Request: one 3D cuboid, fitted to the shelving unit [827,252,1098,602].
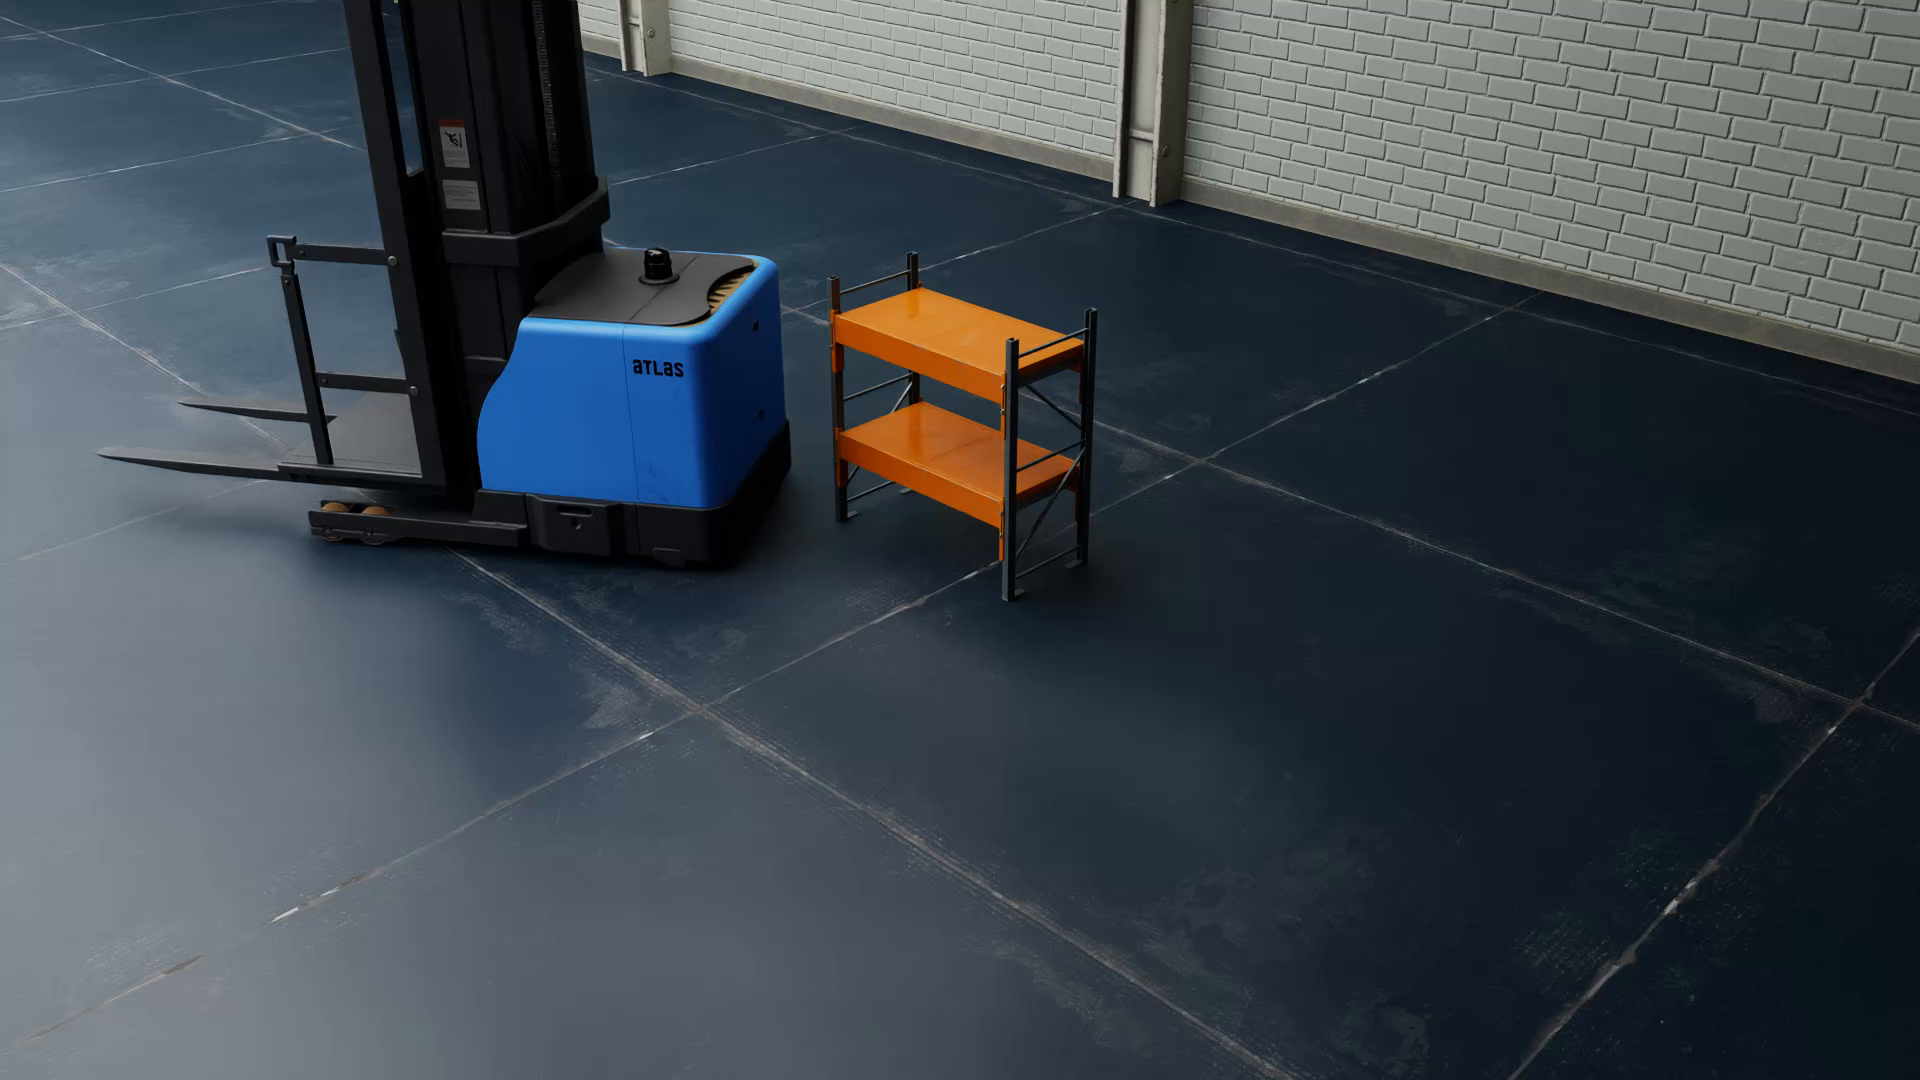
[{"bbox_3d":[-0.005,-0.500,6.992,1.048,1.125,0.538,25,36,38],"label":"shelving unit"}]

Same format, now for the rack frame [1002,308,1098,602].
[{"bbox_3d":[0.358,-0.334,6.677,0.032,1.125,0.500,25,36,38],"label":"rack frame"}]

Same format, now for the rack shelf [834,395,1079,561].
[{"bbox_3d":[-0.005,-0.284,7.106,1.000,0.278,0.538,25,36,38],"label":"rack shelf"}]

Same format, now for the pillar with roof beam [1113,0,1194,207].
[{"bbox_3d":[-1.676,-5.014,7.117,0.400,9.000,9.100,25,36,38],"label":"pillar with roof beam"}]

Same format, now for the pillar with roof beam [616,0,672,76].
[{"bbox_3d":[-5.955,-6.972,10.840,0.400,9.000,9.100,25,36,38],"label":"pillar with roof beam"}]

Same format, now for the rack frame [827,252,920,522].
[{"bbox_3d":[-0.367,-0.666,7.308,0.032,1.125,0.500,25,36,38],"label":"rack frame"}]

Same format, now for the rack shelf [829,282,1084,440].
[{"bbox_3d":[-0.005,-0.759,6.856,1.000,0.278,0.538,25,36,38],"label":"rack shelf"}]

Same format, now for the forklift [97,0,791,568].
[{"bbox_3d":[-2.354,-1.508,6.970,3.031,2.935,1.130,5,28,10],"label":"forklift"}]
